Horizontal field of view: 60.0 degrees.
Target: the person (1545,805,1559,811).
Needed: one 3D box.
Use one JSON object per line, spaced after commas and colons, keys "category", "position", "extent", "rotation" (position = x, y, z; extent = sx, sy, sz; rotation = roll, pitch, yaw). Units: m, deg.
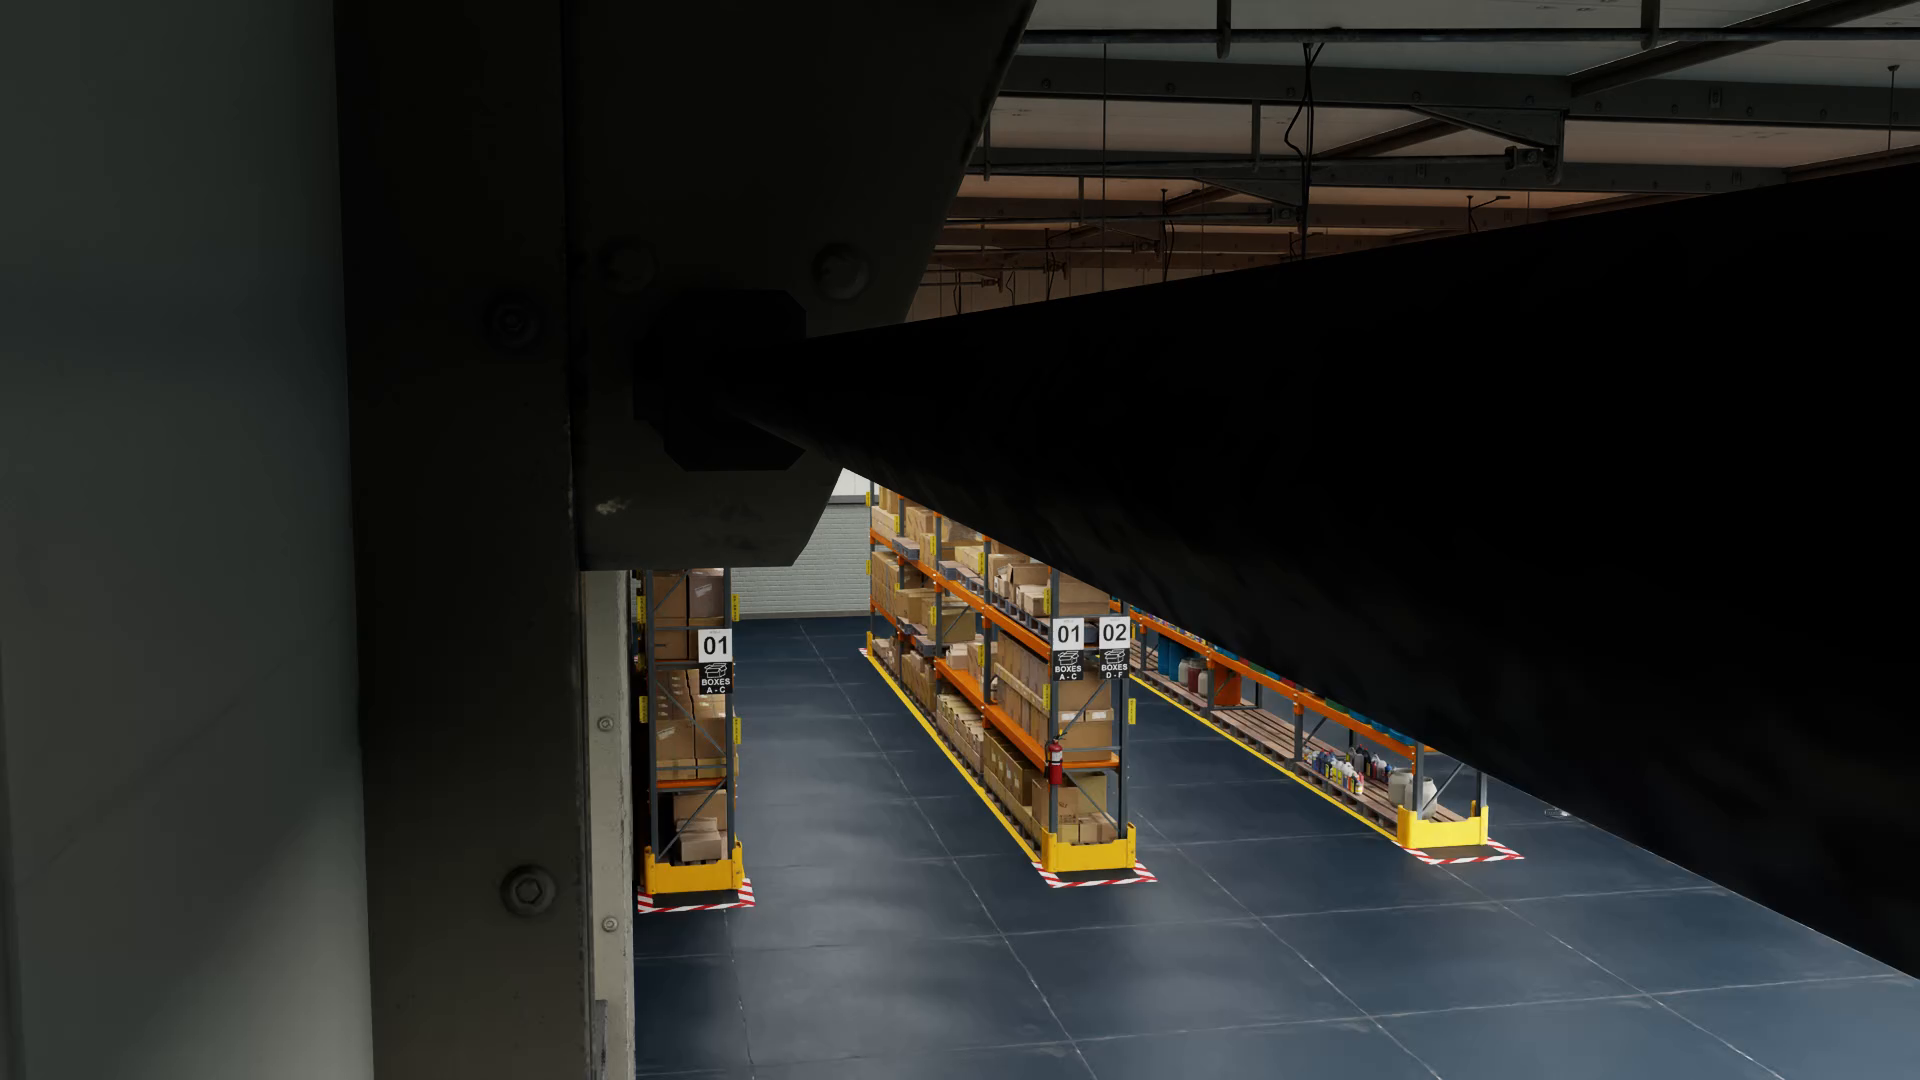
{"category": "person", "position": [8.653, 3.001, 23.546], "extent": [0.660, 1.812, 0.430], "rotation": [3, 7, 30]}
